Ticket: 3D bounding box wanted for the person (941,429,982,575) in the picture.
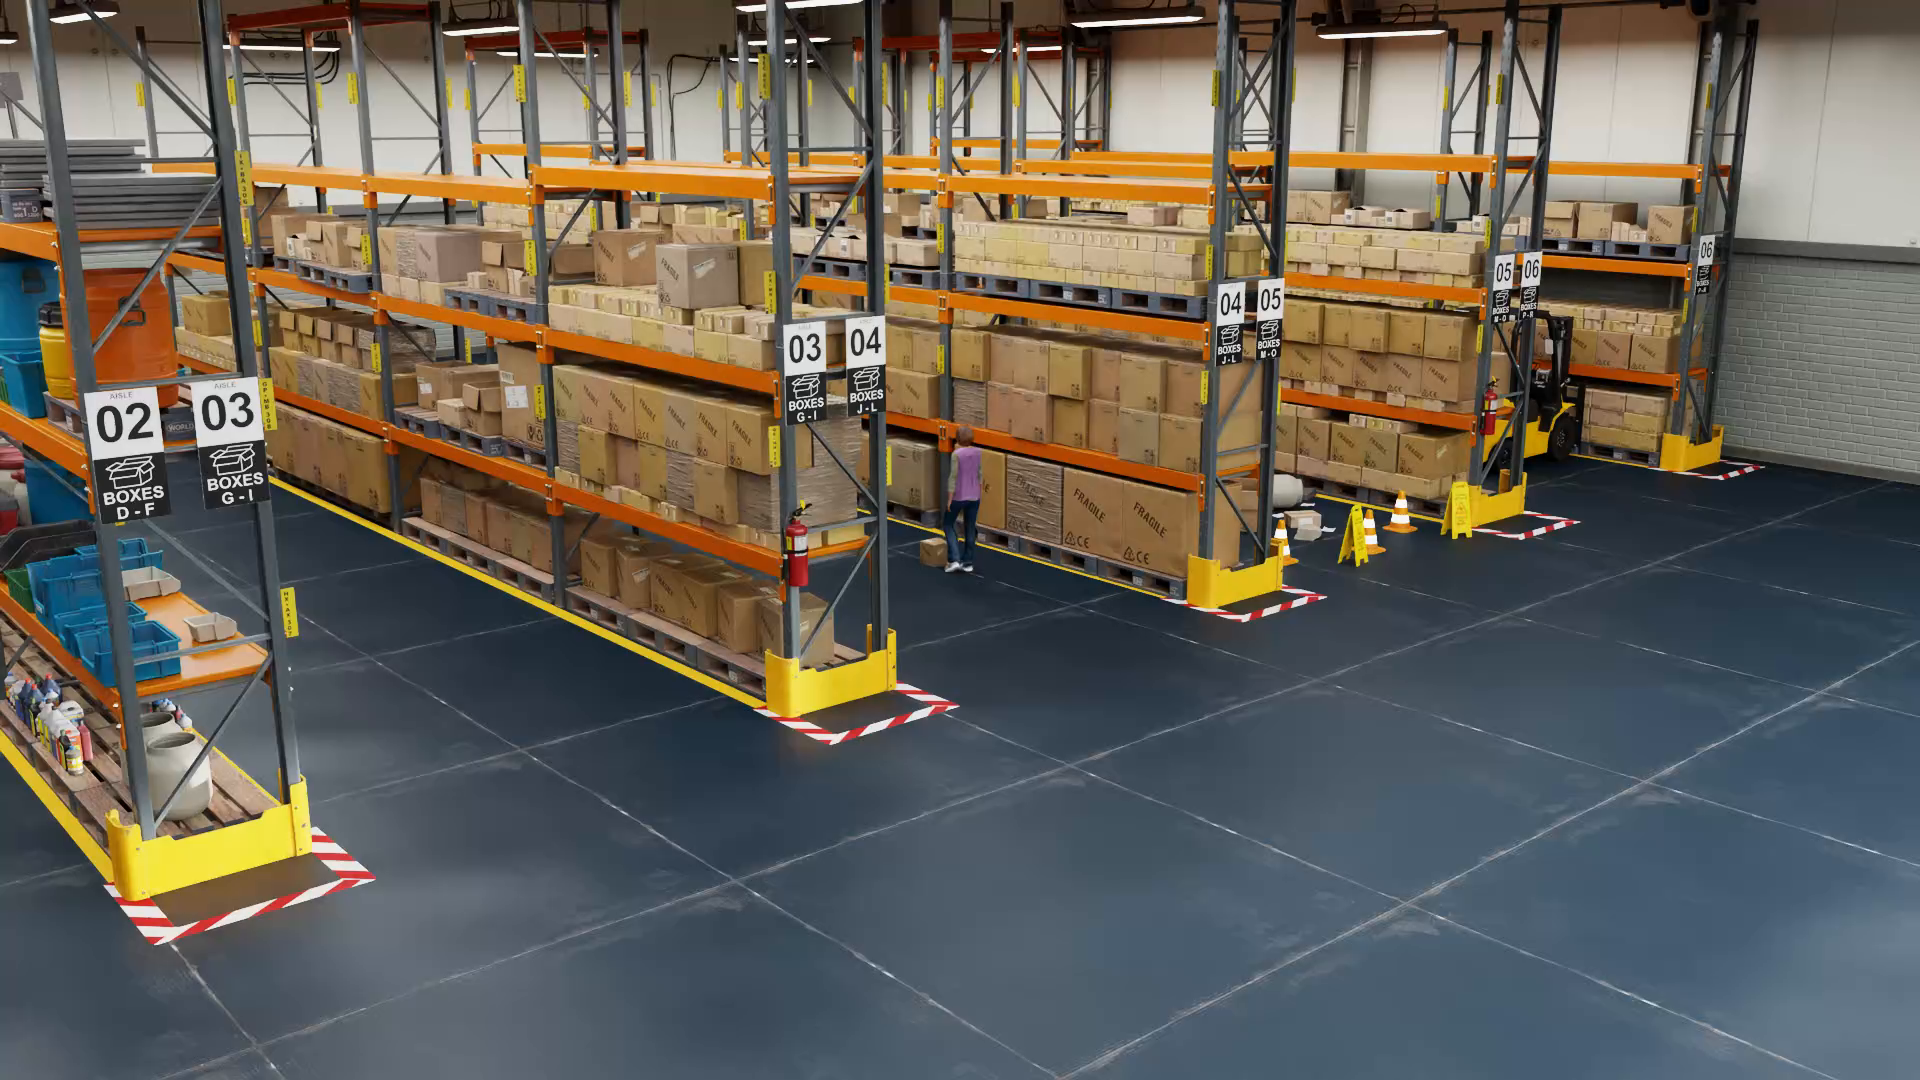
[{"bbox_3d":[0.021,-0.392,17.687,0.426,1.542,0.383,-12,18,-38],"label":"person"}]
